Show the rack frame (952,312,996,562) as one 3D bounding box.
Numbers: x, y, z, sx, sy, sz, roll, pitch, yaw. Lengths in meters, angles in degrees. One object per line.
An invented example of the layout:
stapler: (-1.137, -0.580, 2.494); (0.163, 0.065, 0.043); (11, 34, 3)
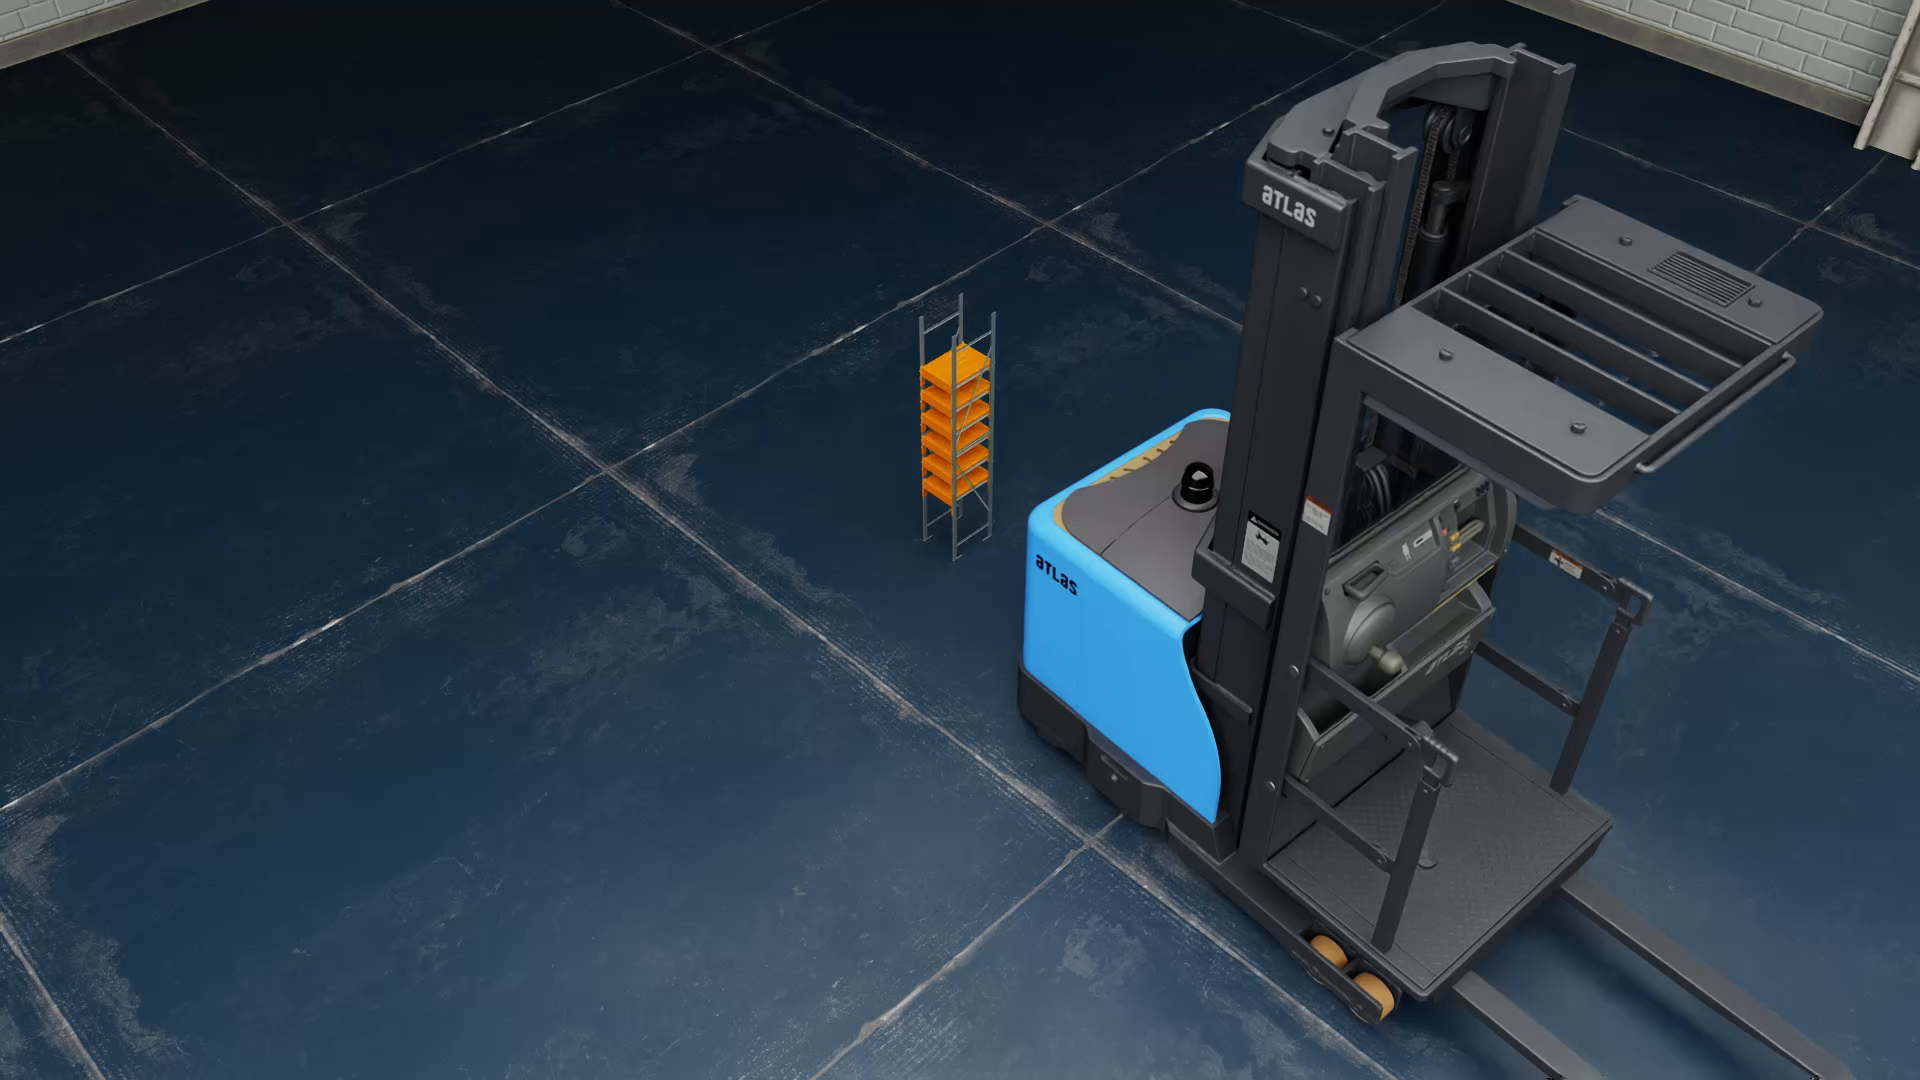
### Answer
rack frame: (0.054, -0.404, 6.920); (0.240, 1.200, 0.006); (-34, 53, -31)

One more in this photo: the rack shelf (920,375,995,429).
rack shelf: (-0.010, -0.591, 6.835); (0.258, 0.103, 0.180); (-34, 53, -31)

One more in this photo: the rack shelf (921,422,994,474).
rack shelf: (-0.010, -0.415, 6.998); (0.258, 0.103, 0.180); (-34, 53, -31)

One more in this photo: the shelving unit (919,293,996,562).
shelving unit: (-0.010, -0.448, 6.968); (0.258, 1.200, 0.189); (-34, 53, -31)

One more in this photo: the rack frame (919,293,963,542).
rack frame: (-0.075, -0.492, 7.015); (0.240, 1.200, 0.006); (-34, 53, -31)

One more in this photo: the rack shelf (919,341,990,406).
rack shelf: (-0.010, -0.679, 6.754); (0.258, 0.103, 0.180); (-34, 53, -31)

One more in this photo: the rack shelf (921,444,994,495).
rack shelf: (-0.010, -0.327, 7.079); (0.258, 0.103, 0.180); (-34, 53, -31)

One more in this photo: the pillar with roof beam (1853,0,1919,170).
pillar with roof beam: (2.516, -3.563, 4.593); (9.100, 9.000, 0.400); (-34, 53, -31)

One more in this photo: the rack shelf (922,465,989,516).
rack shelf: (-0.010, -0.239, 7.161); (0.258, 0.103, 0.180); (-34, 53, -31)

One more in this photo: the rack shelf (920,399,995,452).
rack shelf: (-0.010, -0.503, 6.916); (0.258, 0.103, 0.180); (-34, 53, -31)

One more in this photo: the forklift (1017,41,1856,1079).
forklift: (1.568, 0.154, 5.041); (1.130, 2.935, 3.031); (-30, 51, -29)
